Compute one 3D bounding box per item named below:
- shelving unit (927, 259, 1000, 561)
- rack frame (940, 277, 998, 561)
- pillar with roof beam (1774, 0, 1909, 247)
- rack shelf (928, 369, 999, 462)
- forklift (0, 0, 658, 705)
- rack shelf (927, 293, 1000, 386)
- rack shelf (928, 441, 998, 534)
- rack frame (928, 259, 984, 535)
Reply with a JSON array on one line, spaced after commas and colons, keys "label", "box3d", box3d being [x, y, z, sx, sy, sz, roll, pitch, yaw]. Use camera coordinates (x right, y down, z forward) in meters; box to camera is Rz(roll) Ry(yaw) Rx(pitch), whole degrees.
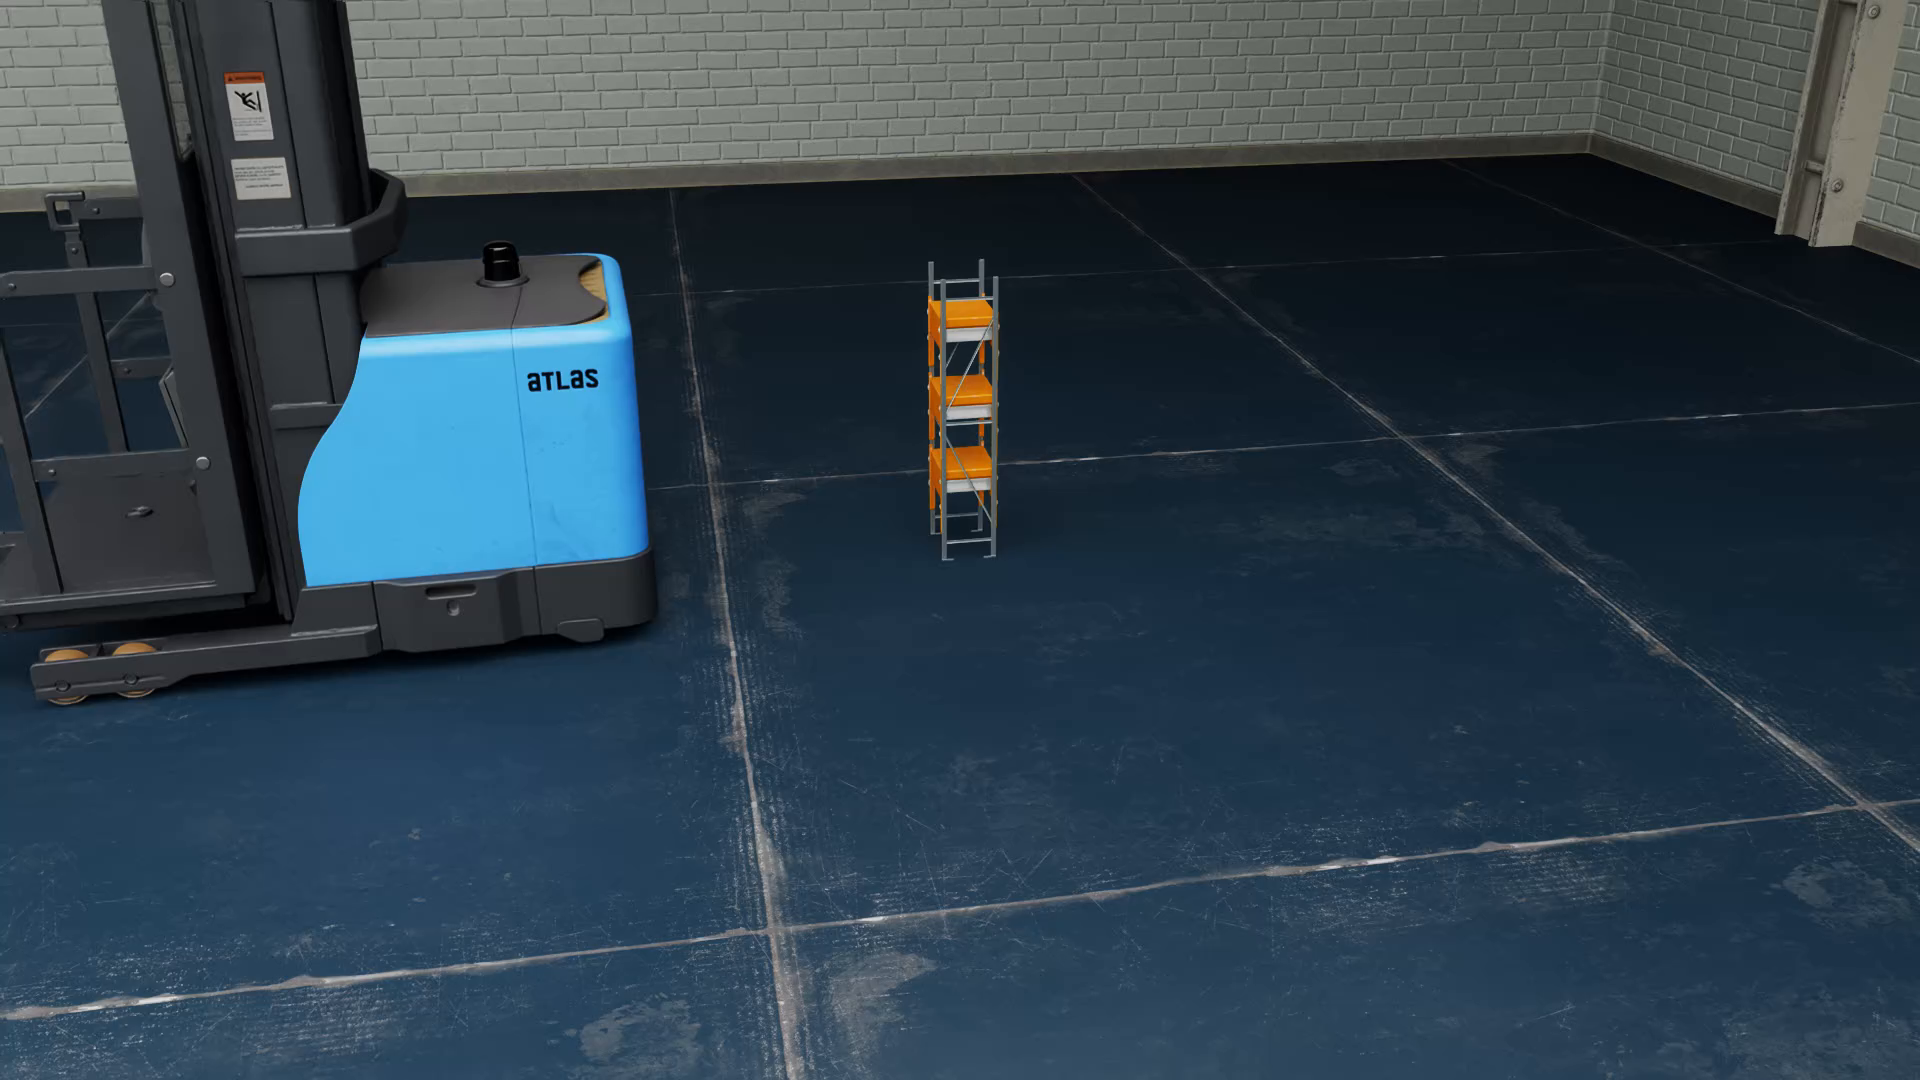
[{"label": "shelving unit", "box3d": [0.010, -0.460, 5.992, 0.215, 1.050, 0.252, -4, 24, -10]}, {"label": "rack frame", "box3d": [0.032, -0.412, 5.882, 0.200, 1.050, 0.008, -4, 24, -10]}, {"label": "pillar with roof beam", "box3d": [1.259, -5.742, 8.153, 9.100, 9.000, 0.400, -4, 24, -10]}, {"label": "rack shelf", "box3d": [0.010, -0.450, 5.996, 0.215, 0.259, 0.240, -4, 24, -10]}, {"label": "forklift", "box3d": [-2.576, -1.071, 5.040, 3.031, 2.935, 1.130, -5, 24, -12]}, {"label": "rack shelf", "box3d": [0.010, -0.710, 5.882, 0.215, 0.259, 0.240, -4, 24, -10]}, {"label": "rack shelf", "box3d": [0.010, -0.196, 6.107, 0.215, 0.259, 0.240, -4, 24, -10]}, {"label": "rack frame", "box3d": [-0.013, -0.508, 6.102, 0.200, 1.050, 0.008, -4, 24, -10]}]
